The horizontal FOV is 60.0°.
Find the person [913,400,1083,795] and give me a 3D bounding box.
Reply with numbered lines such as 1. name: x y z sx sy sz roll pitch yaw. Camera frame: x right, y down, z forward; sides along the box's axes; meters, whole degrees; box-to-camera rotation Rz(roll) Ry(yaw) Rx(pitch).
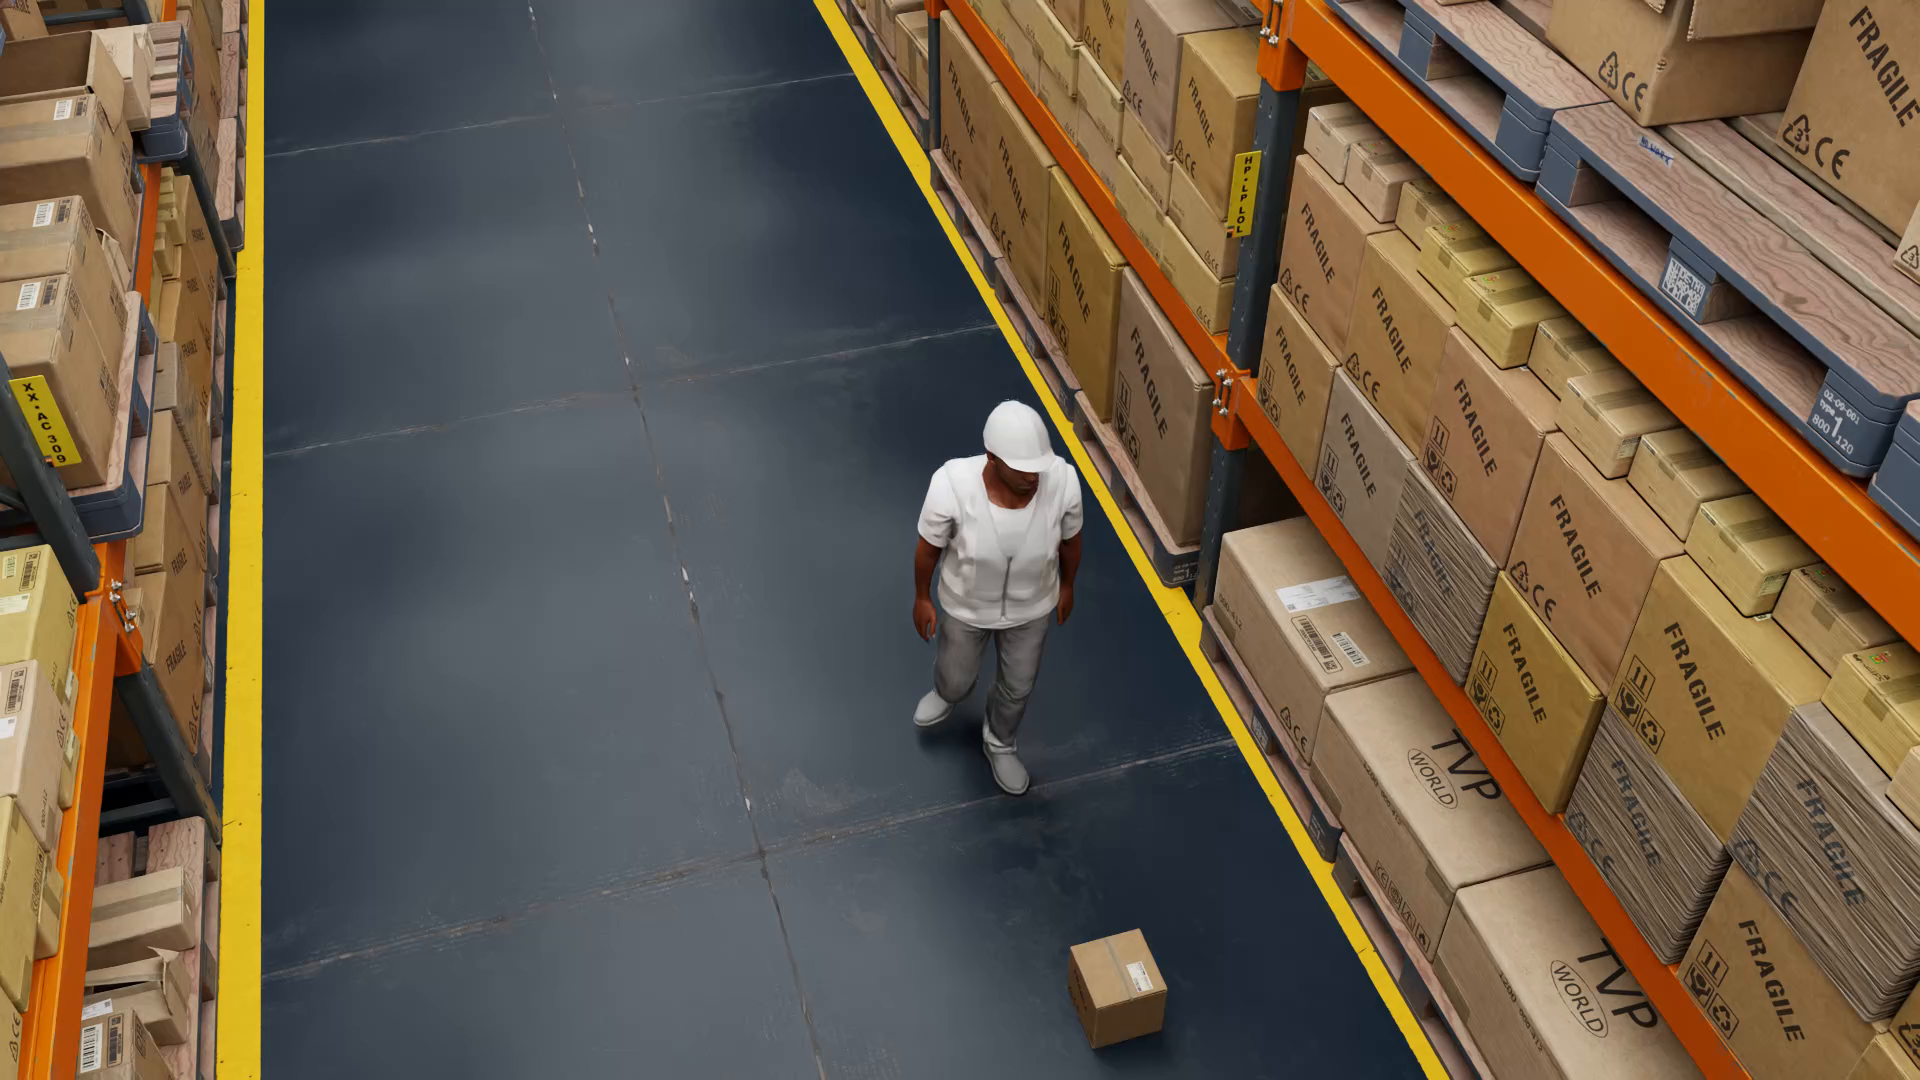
1. person: 0.126 0.166 5.958 0.604 1.761 0.569 -4 42 -5
